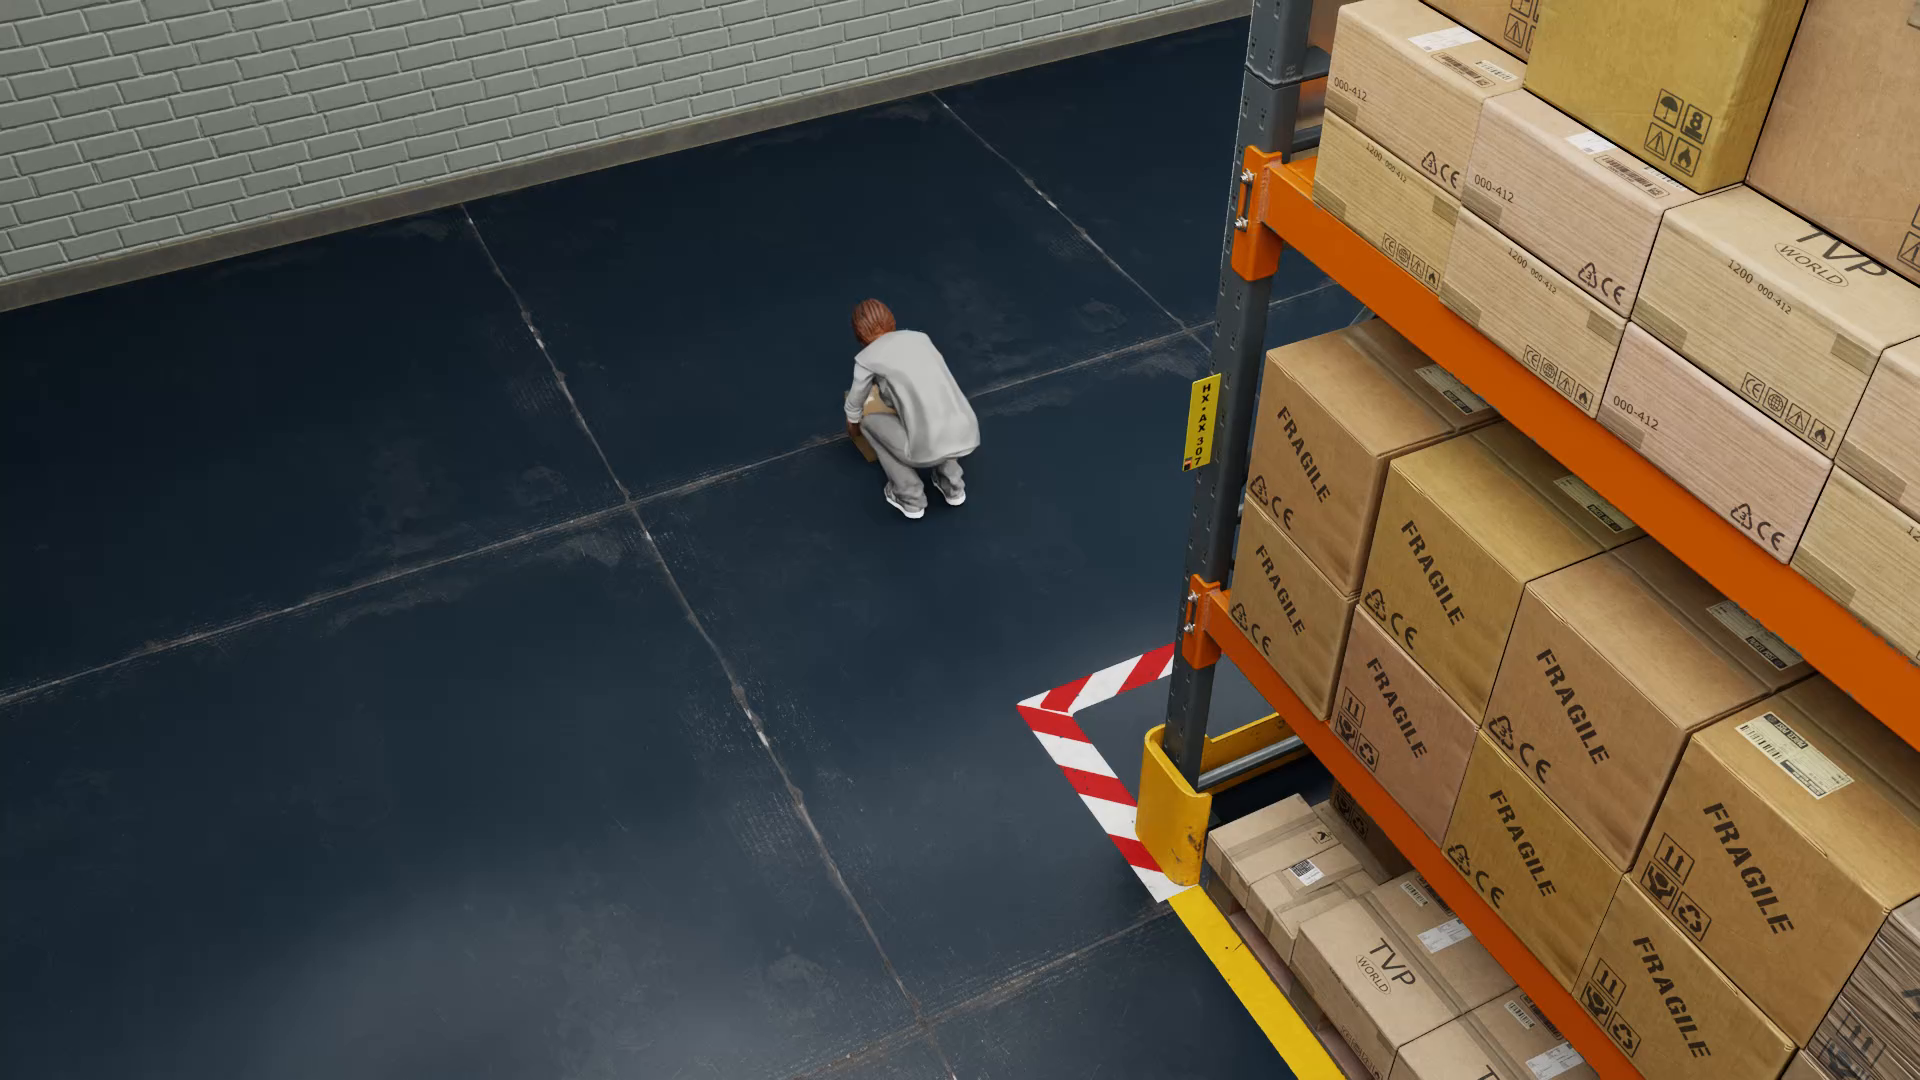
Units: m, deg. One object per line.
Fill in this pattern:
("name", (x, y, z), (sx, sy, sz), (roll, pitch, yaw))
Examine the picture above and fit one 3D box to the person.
("person", (-0.219, -0.562, 7.372), (0.440, 0.829, 0.804), (-19, 45, -20))
